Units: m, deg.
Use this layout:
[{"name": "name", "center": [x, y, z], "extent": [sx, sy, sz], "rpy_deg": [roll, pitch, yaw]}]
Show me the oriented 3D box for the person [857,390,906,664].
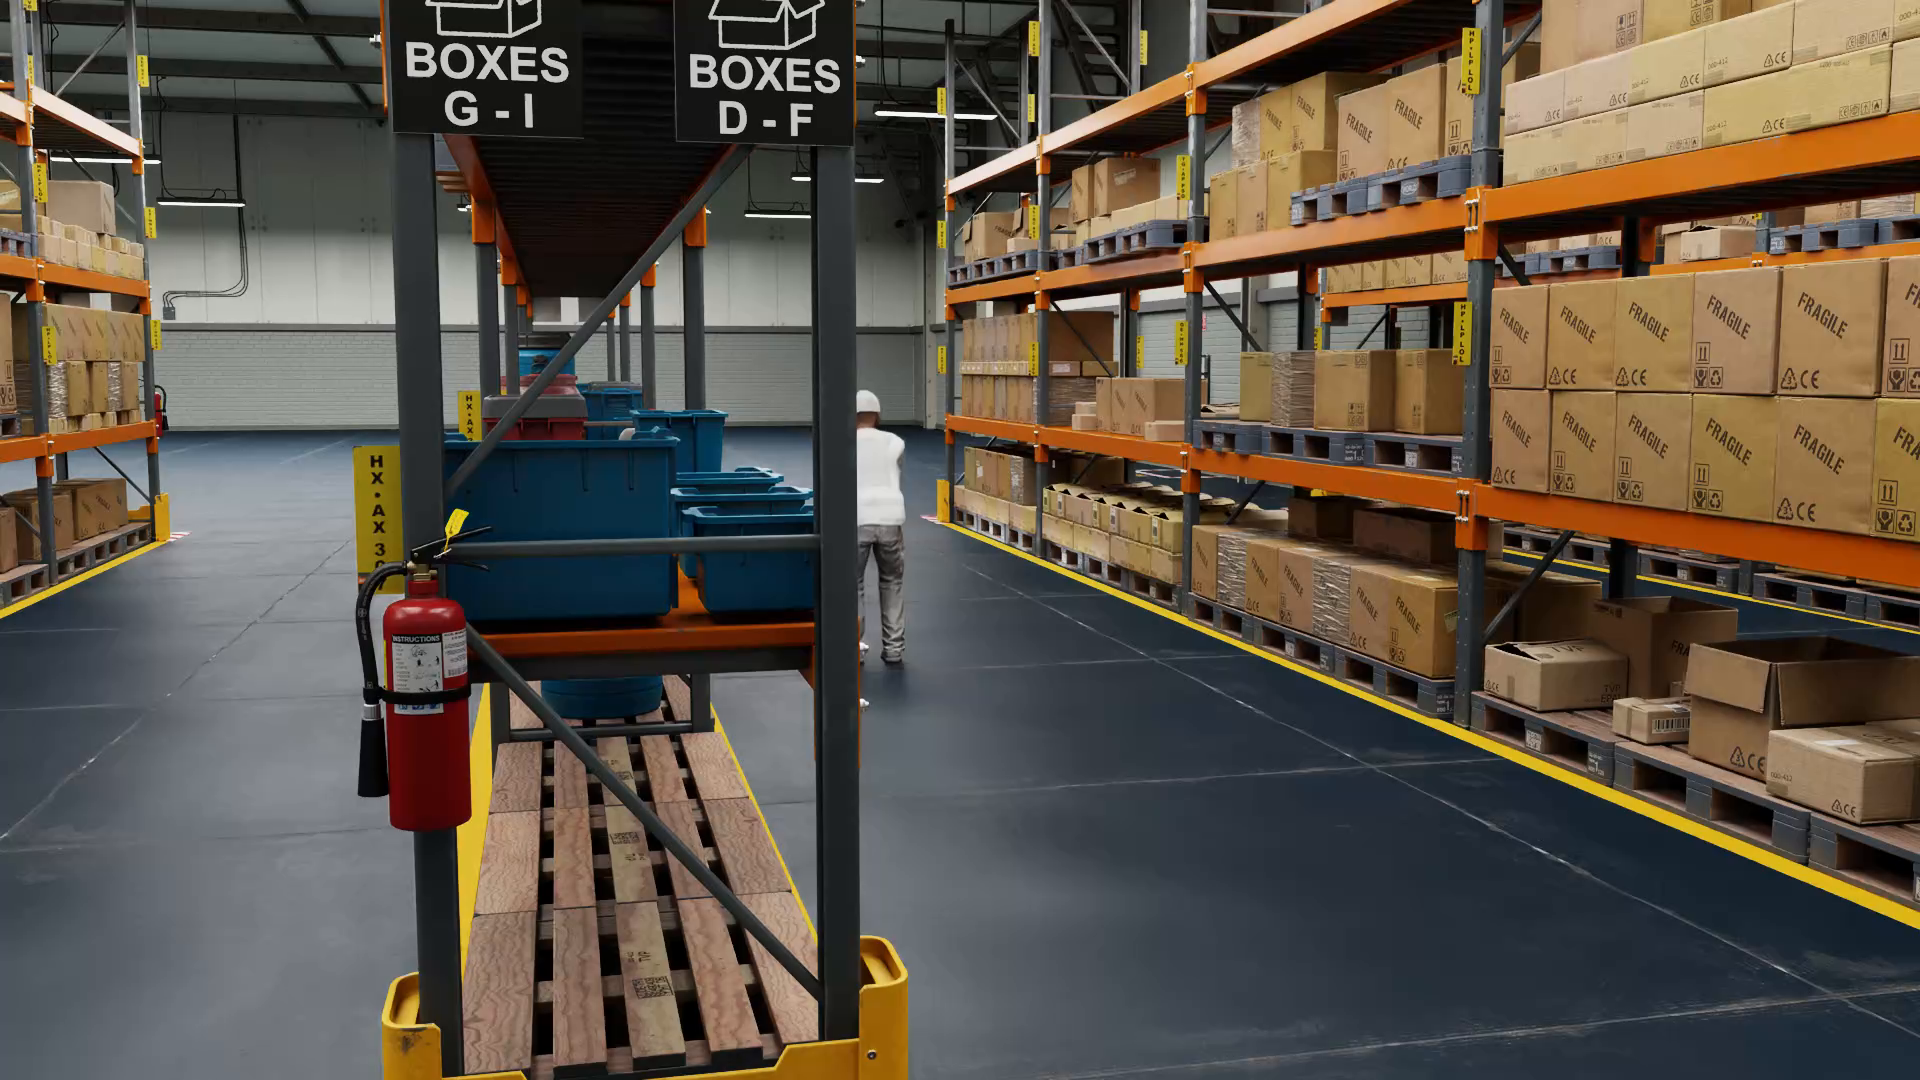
[{"name": "person", "center": [-0.610, -0.097, 10.836], "extent": [0.490, 1.758, 0.603], "rpy_deg": [-1, 6, -13]}]
